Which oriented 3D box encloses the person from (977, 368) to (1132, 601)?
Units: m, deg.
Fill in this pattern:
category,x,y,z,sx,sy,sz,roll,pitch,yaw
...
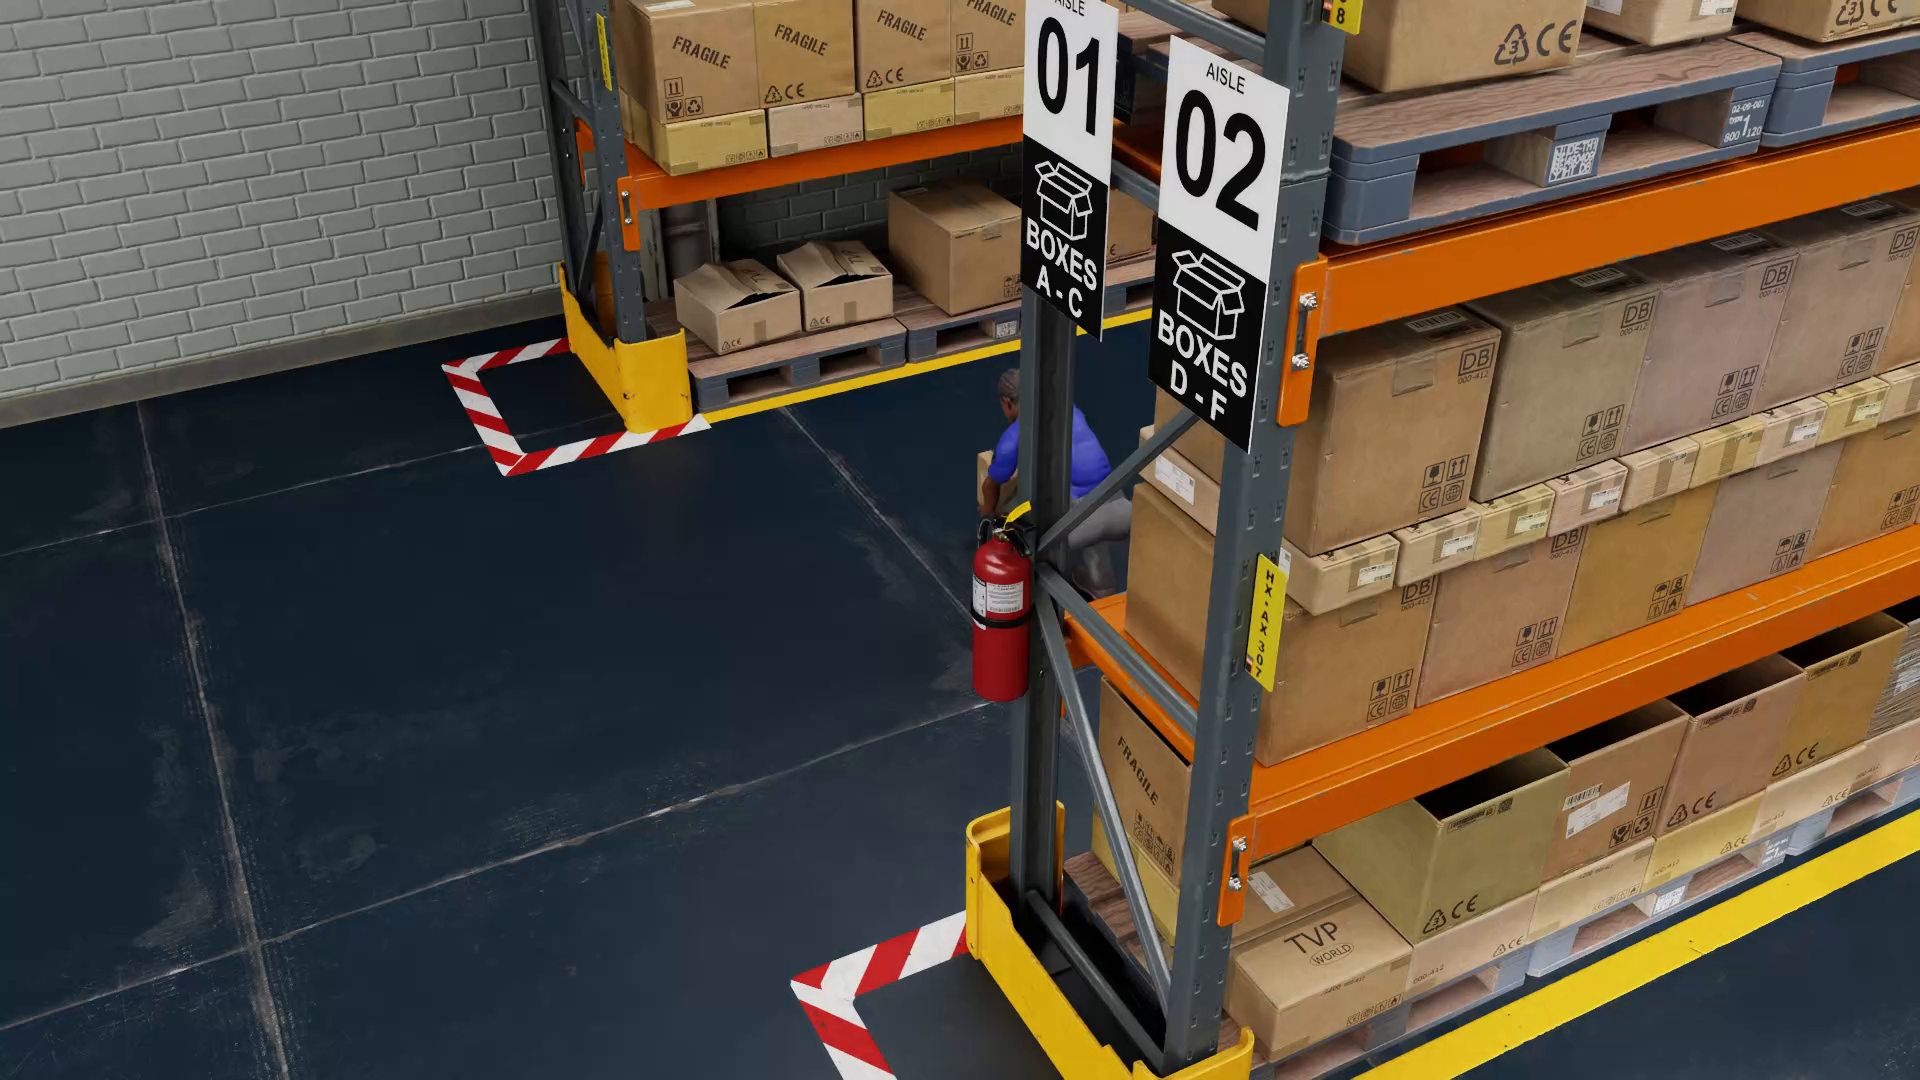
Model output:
category,x,y,z,sx,sy,sz,roll,pitch,yaw
person,0.404,-0.196,7.090,0.485,0.958,0.810,-16,37,-23
